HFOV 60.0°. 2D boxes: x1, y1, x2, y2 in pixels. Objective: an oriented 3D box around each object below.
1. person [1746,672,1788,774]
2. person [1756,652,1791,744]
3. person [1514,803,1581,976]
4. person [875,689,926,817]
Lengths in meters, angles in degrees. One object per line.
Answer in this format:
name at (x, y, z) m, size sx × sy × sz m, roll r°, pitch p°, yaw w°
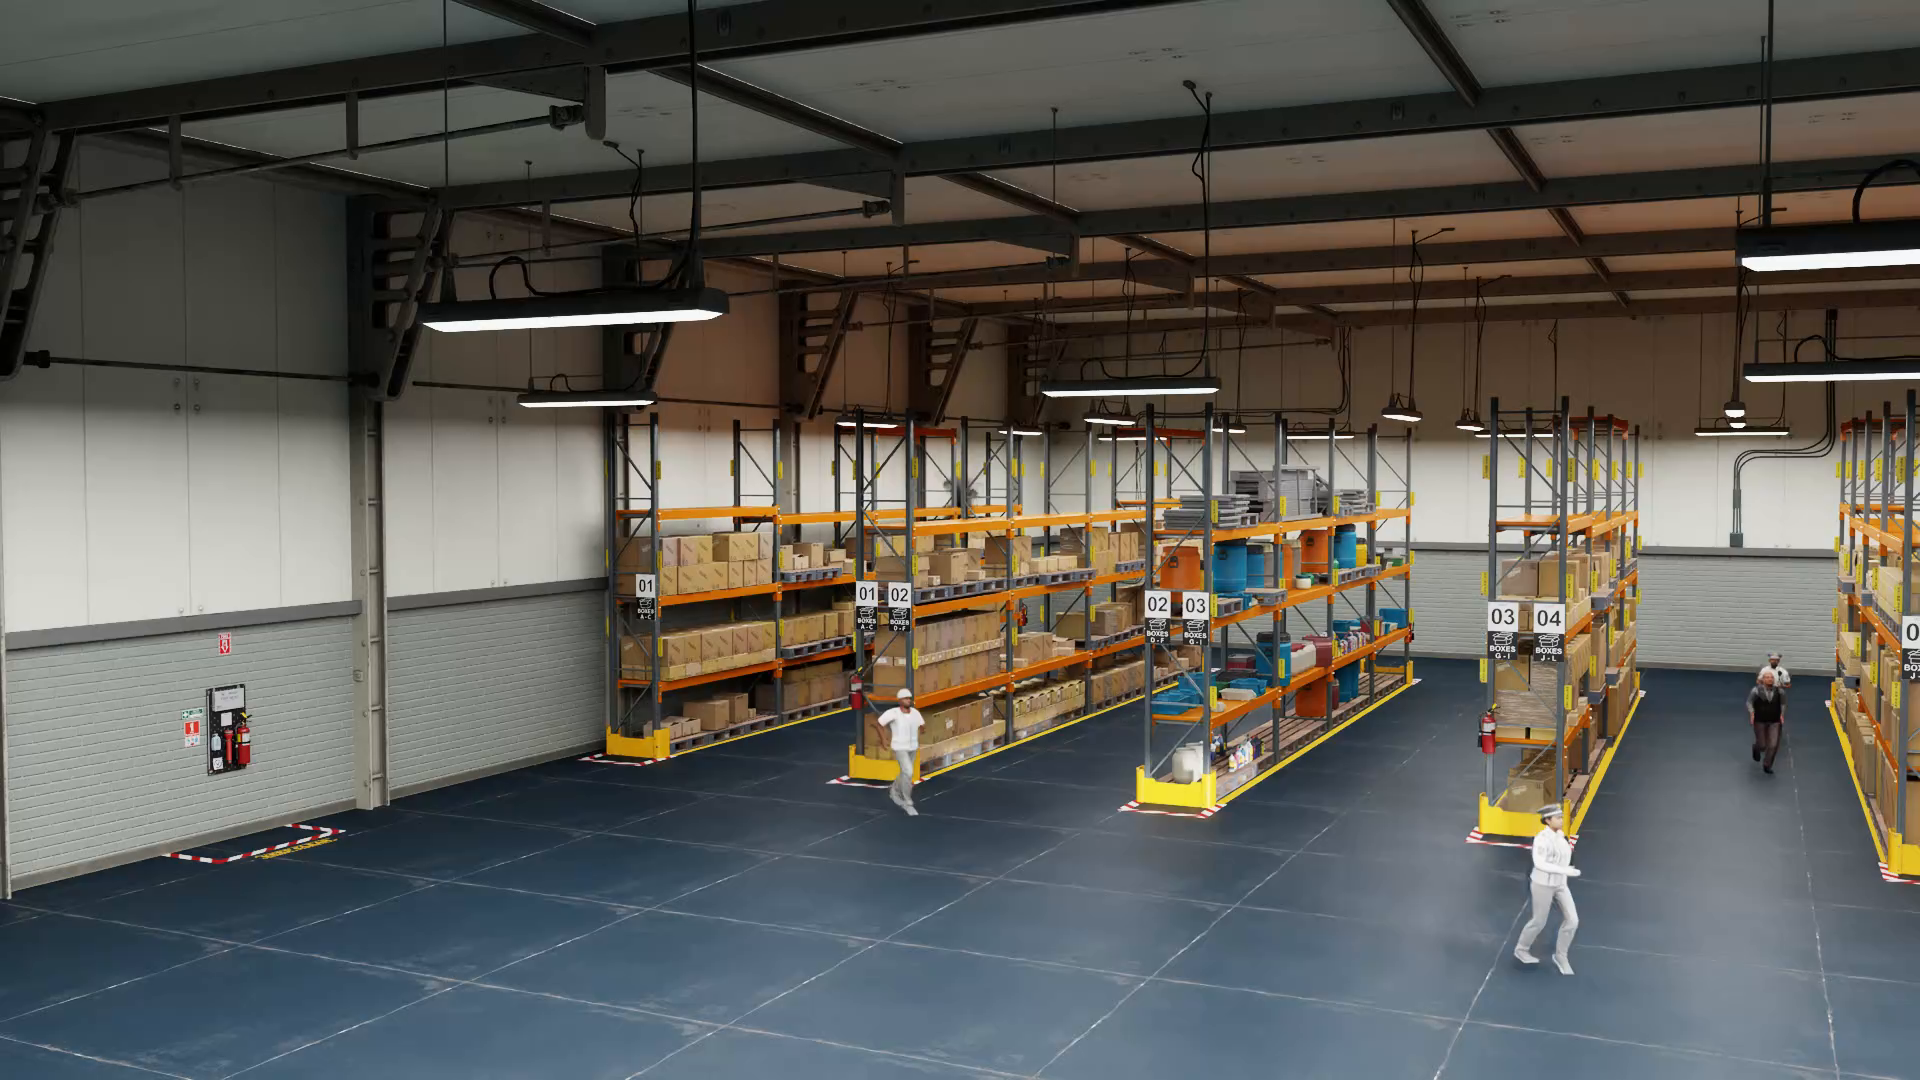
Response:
person at (13.393, 3.010, 27.615) m, size 0.647 × 1.675 × 0.637 m, roll 1°, pitch 2°, yaw 15°
person at (14.923, 2.882, 30.522) m, size 0.588 × 1.661 × 0.815 m, roll 1°, pitch 3°, yaw 28°
person at (5.885, 3.477, 16.556) m, size 0.632 × 1.764 × 0.721 m, roll -2°, pitch 3°, yaw -36°
person at (-0.815, 3.084, 24.327) m, size 0.681 × 1.820 × 0.819 m, roll -2°, pitch 3°, yaw -42°
